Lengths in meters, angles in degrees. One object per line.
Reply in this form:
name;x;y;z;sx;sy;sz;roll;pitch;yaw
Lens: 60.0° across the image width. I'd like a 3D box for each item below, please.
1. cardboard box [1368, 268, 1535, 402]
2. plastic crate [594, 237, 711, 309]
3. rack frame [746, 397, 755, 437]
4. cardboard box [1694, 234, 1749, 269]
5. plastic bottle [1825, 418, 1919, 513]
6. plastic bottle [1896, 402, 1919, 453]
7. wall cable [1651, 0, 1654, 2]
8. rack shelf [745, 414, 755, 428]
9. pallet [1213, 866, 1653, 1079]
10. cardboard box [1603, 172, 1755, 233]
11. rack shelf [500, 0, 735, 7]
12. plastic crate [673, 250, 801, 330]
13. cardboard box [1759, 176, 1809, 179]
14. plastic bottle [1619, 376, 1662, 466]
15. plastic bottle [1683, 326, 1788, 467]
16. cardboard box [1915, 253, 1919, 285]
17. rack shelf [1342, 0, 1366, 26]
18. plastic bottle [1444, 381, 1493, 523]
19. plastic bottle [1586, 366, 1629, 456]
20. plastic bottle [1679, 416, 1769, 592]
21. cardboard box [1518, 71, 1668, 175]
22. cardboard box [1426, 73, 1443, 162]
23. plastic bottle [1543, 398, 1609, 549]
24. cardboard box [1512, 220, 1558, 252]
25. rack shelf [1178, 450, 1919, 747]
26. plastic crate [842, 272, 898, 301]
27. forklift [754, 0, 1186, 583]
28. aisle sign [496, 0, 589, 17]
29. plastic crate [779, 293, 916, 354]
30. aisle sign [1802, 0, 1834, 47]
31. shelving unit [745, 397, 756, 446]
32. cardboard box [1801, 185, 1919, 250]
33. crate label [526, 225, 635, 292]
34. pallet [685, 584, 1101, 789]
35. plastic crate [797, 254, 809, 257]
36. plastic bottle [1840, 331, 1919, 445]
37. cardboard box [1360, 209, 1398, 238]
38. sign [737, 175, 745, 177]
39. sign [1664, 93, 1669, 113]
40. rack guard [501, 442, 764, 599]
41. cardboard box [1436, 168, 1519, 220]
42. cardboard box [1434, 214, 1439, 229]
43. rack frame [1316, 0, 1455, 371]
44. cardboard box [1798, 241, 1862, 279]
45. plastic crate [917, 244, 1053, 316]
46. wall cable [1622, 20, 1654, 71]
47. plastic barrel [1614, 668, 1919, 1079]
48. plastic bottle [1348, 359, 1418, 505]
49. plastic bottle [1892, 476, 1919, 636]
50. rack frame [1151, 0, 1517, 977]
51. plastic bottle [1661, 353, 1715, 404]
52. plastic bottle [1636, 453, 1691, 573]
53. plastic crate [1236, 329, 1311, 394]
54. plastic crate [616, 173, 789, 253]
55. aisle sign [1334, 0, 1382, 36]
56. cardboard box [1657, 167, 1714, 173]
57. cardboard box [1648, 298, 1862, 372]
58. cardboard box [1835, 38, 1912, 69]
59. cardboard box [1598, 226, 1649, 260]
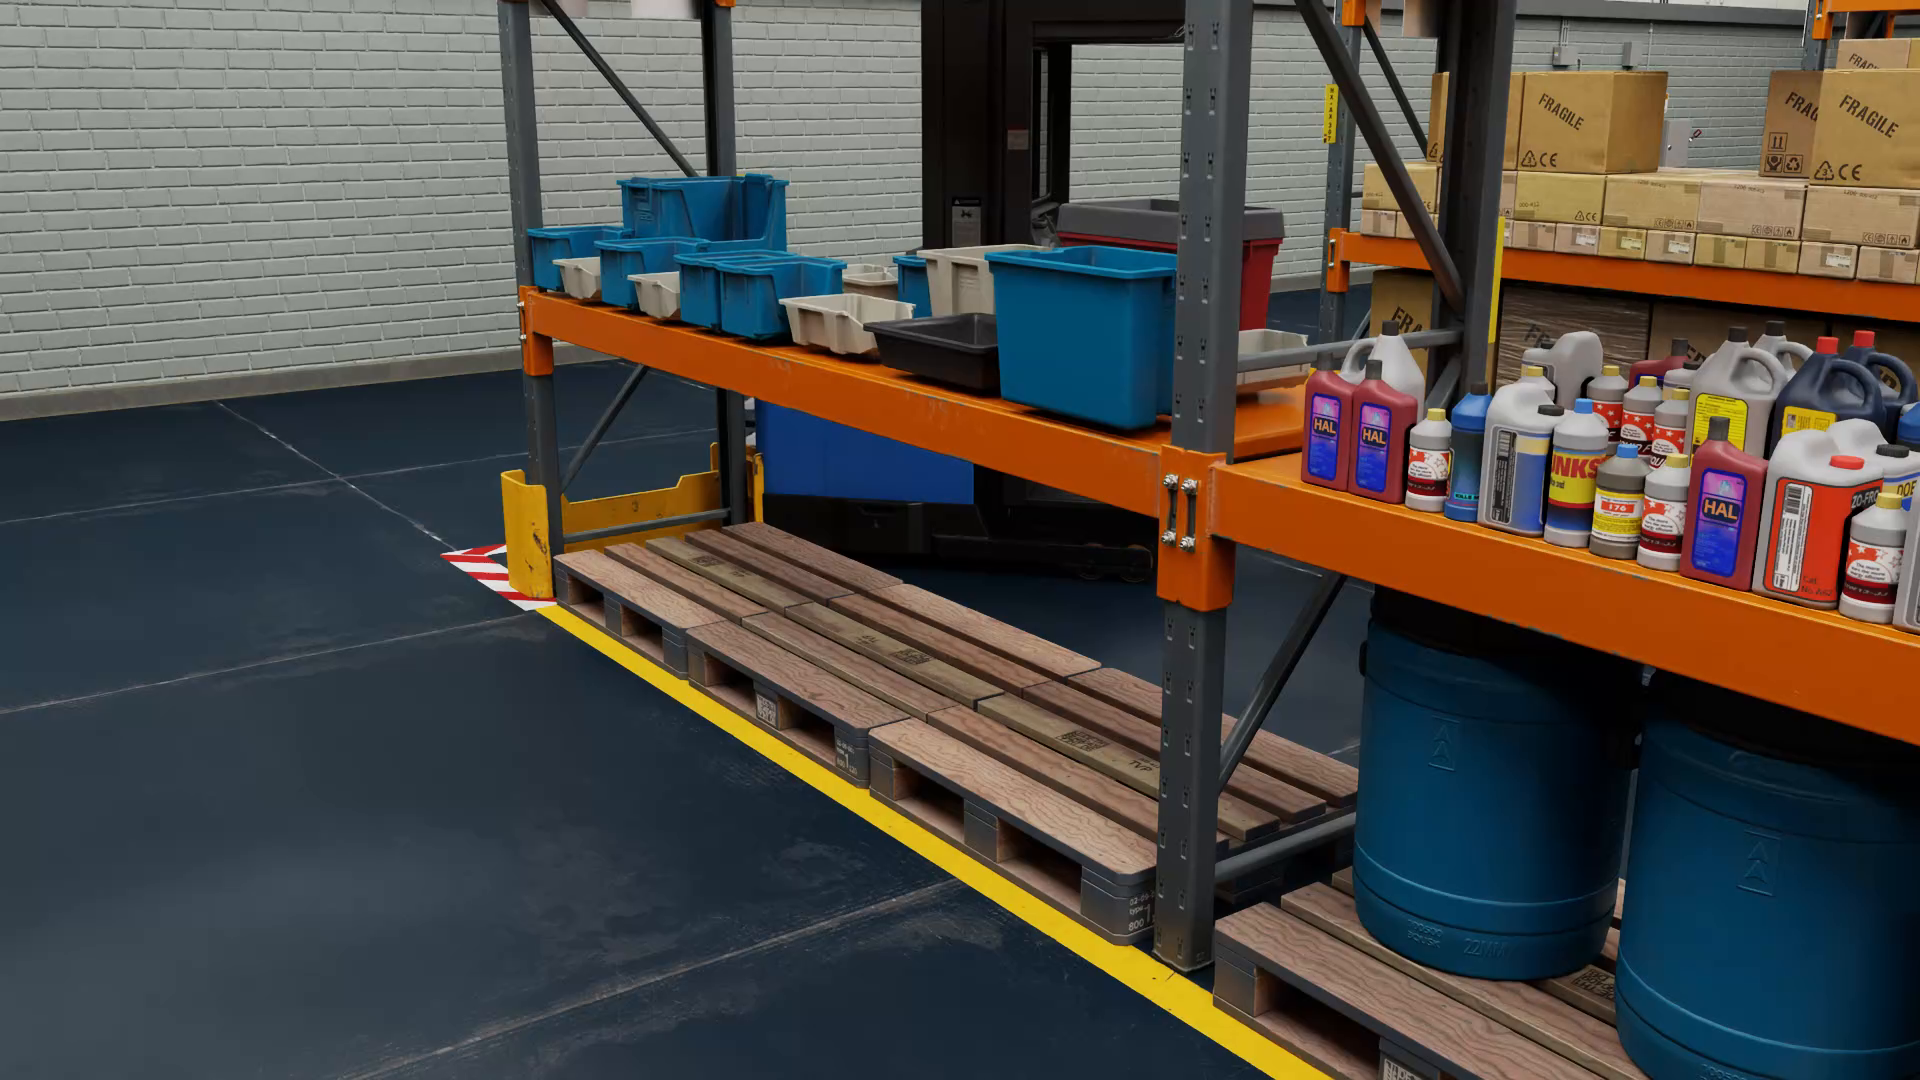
cardboard box;3.023;-1.131;9.756;0.875;0.875;0.875;-11;19;-35
plastic crate;-1.159;-1.013;6.297;0.416;0.233;0.300;-11;19;-35
rack frame;-1.044;-0.532;8.316;0.006;0.900;0.240;3;16;12
cardboard box;3.733;-1.391;7.952;0.380;0.149;0.250;-11;19;-35
plastic bottle;1.558;-0.063;2.858;0.152;0.276;0.135;-11;19;-35
plastic bottle;1.842;-0.150;3.184;0.097;0.271;0.097;0;15;0
wall cable;7.635;-7.796;19.516;2.355;3.000;0.029;-11;19;-35
rack shelf;-0.945;-0.581;8.280;0.200;0.077;0.258;3;16;12
pallet;1.347;1.062;3.798;1.003;0.211;1.213;-11;19;-35
cardboard box;3.560;-1.676;8.238;0.500;0.250;0.500;-11;19;-36
rack shelf;-0.249;-1.982;5.315;1.077;0.370;4.000;-11;19;-35
plastic crate;-0.772;-0.872;5.784;0.416;0.233;0.300;-11;19;-35
cardboard box;4.271;-1.652;8.152;0.500;0.250;0.500;-10;18;-33
plastic bottle;1.540;-0.266;3.744;0.097;0.201;0.097;0;15;0
plastic bottle;1.616;-0.263;3.449;0.144;0.351;0.185;-11;19;-35
cardboard box;4.337;-1.172;7.151;0.380;0.149;0.250;-10;18;-33
rack shelf;3.757;-2.750;8.124;1.077;0.370;4.000;-11;19;-35
plastic bottle;1.016;-0.177;3.285;0.097;0.271;0.097;0;15;0
plastic bottle;1.511;-0.304;3.882;0.097;0.201;0.097;0;15;0
plastic bottle;1.320;-0.064;2.850;0.061;0.283;0.133;-11;19;-35
cardboard box;3.249;-2.150;8.548;0.500;0.500;0.500;-11;19;-36
cardboard box;3.081;-2.447;9.635;0.500;0.500;0.500;-11;19;-34
plastic bottle;1.152;-0.128;3.104;0.097;0.271;0.097;0;15;0
cardboard box;3.129;-1.610;8.753;0.380;0.149;0.250;-11;19;-36
rack shelf;2.103;0.319;2.590;1.077;0.370;4.000;-11;19;-35
plastic crate;-0.268;-0.884;6.011;0.298;0.136;0.250;-11;19;-35
forklift;0.611;-1.378;7.559;3.031;2.935;1.130;3;16;12
aisle sign;-1.707;-2.532;6.721;0.394;0.787;0.004;-11;19;-35
plastic crate;-0.340;-0.682;5.270;0.293;0.136;0.466;-11;19;-35
aisle sign;6.367;-4.049;12.263;0.394;0.787;0.004;-11;19;-35
shelving unit;-0.945;-0.526;8.295;0.210;0.900;0.258;3;16;12
cardboard box;4.155;-1.458;7.443;0.500;0.250;0.500;-10;18;-33
crate label;-1.546;-1.153;6.811;0.416;0.233;0.303;-11;19;-35
pallet;-0.258;0.479;5.928;1.003;0.211;1.213;-11;19;-35
plastic crate;-0.799;-1.065;6.669;0.396;0.136;0.243;-11;19;-35
plastic bottle;1.841;-0.246;3.386;0.144;0.351;0.185;-11;19;-35
cardboard box;2.523;-1.829;9.554;0.380;0.149;0.250;-11;19;-34
sign;-0.989;-1.476;7.479;0.100;0.325;0.005;-11;19;-35
sign;8.882;-5.545;21.090;0.339;0.242;0.001;-11;19;-35
rack guard;-1.449;-0.106;7.517;1.175;0.500;0.348;-11;19;-35
cardboard box;2.956;-1.894;9.036;0.500;0.250;0.500;-11;19;-35
cardboard box;2.826;-1.720;9.155;0.380;0.149;0.250;-11;19;-36
rack frame;2.582;-2.078;9.985;1.000;3.000;0.127;-11;19;-35
cardboard box;4.036;-1.281;7.551;0.380;0.149;0.250;-10;18;-34
plastic crate;0.178;-0.781;5.359;0.437;0.282;0.530;-11;19;-35
wall cable;8.404;-5.529;20.670;0.588;1.984;0.122;-11;19;-35
plastic barrel;1.649;0.625;3.290;0.600;0.901;0.708;-11;19;-35
plastic bottle;0.876;-0.225;3.439;0.061;0.283;0.133;-11;19;-35
plastic bottle;1.572;0.010;2.591;0.152;0.276;0.135;-11;19;-35
rack frame;0.927;-0.455;4.055;1.000;3.000;0.127;-11;19;-35
plastic bottle;1.635;-0.283;3.663;0.152;0.276;0.135;-11;19;-35
plastic bottle;1.267;-0.052;2.961;0.097;0.201;0.097;0;15;0
plastic crate;0.769;-0.478;4.526;0.396;0.136;0.243;-11;19;-35
plastic crate;-1.077;-1.312;7.008;0.616;0.435;0.499;-11;19;-35
aisle sign;2.297;-3.300;9.528;0.394;0.787;0.004;-11;19;-35
cardboard box;3.678;-1.869;8.945;0.500;0.250;0.500;-12;19;-36
cardboard box;4.081;-0.747;8.352;0.875;0.875;0.875;-11;19;-35
cardboard box;6.702;-3.363;12.034;0.500;0.500;0.500;-11;19;-35
cardboard box;3.429;-1.501;8.355;0.380;0.149;0.250;-11;19;-36
